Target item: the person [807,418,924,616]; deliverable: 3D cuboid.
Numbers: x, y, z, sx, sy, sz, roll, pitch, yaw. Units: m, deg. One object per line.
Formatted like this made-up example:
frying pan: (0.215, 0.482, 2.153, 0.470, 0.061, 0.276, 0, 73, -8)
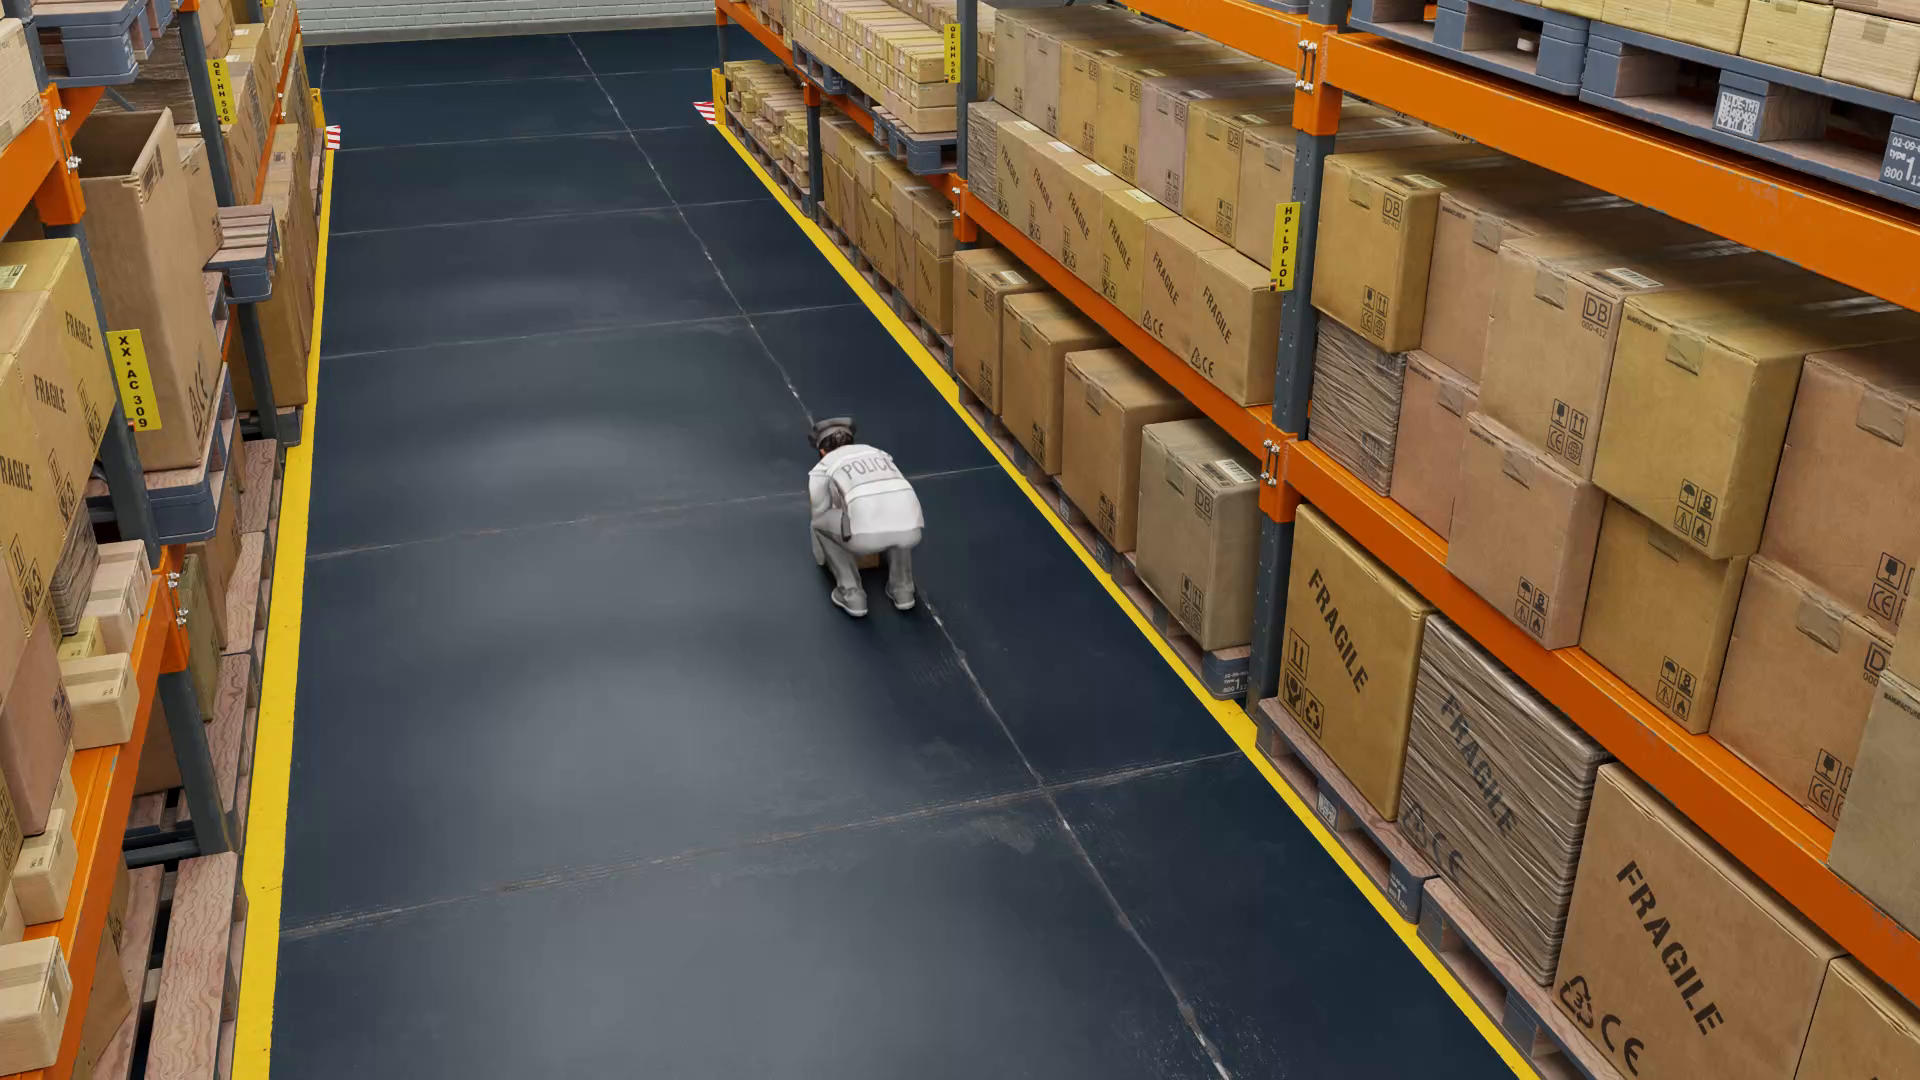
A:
person: (-0.462, -0.108, 7.865, 0.456, 0.780, 0.908, -9, 28, -17)
